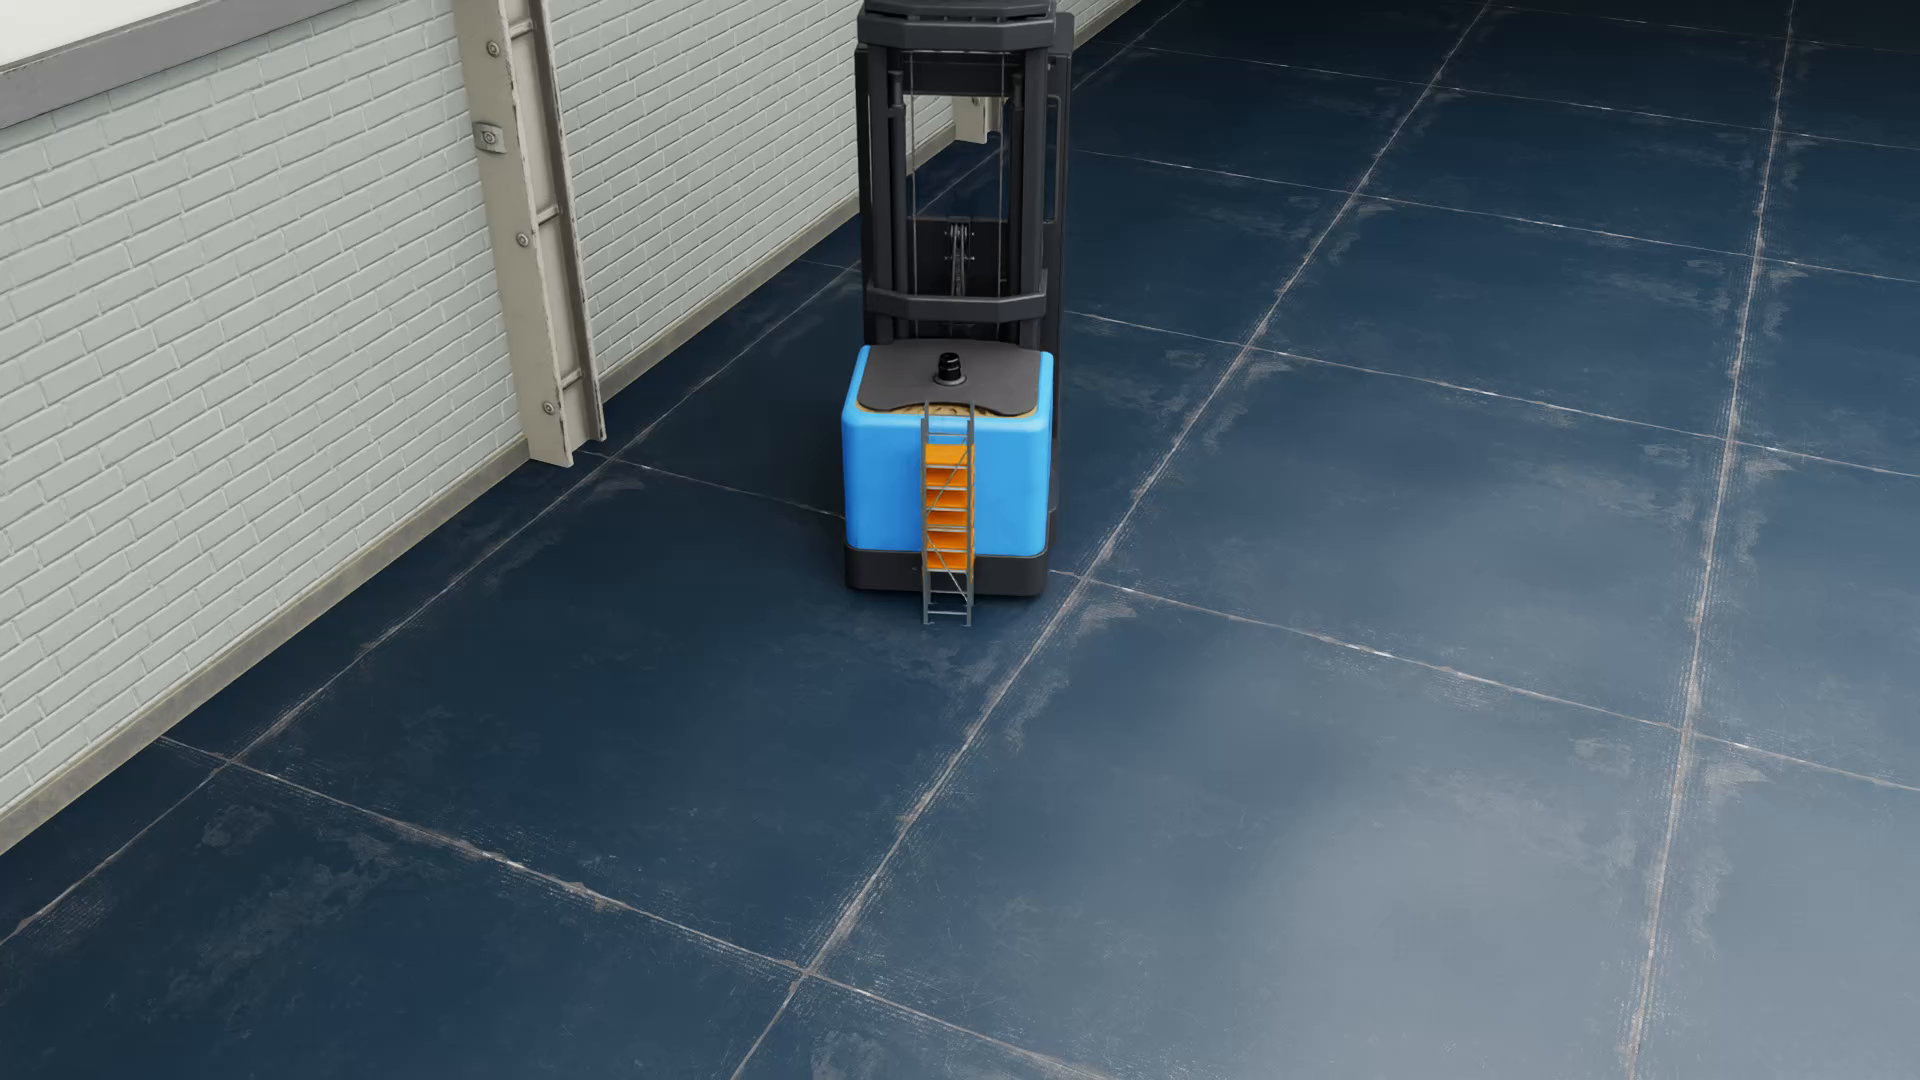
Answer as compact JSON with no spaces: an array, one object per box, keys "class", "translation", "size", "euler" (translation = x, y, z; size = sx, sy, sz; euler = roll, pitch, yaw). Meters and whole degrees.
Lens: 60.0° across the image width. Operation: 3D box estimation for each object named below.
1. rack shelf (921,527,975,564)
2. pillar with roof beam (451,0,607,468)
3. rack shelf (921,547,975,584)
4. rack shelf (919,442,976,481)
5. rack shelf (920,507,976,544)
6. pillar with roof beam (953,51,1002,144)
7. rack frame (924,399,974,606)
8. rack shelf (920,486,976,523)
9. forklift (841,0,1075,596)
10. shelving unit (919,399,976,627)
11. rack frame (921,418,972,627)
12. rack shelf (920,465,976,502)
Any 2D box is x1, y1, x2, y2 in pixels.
[{"class":"rack shelf","translation":[-0.058,0.022,8.290],"size":[0.258,0.103,0.180],"euler":[2,33,4]},{"class":"pillar with roof beam","translation":[1.553,-3.333,5.995],"size":[9.100,9.000,0.400],"euler":[14,36,20]},{"class":"rack shelf","translation":[-0.058,0.123,8.356],"size":[0.258,0.103,0.180],"euler":[2,33,4]},{"class":"rack shelf","translation":[-0.058,-0.379,8.027],"size":[0.258,0.103,0.180],"euler":[2,33,4]},{"class":"rack shelf","translation":[-0.058,-0.078,8.224],"size":[0.258,0.103,0.180],"euler":[2,33,4]},{"class":"pillar with roof beam","translation":[4.064,-6.321,10.552],"size":[9.100,9.000,0.400],"euler":[14,36,20]},{"class":"rack frame","translation":[-0.051,-0.165,8.276],"size":[0.240,1.200,0.006],"euler":[2,33,4]},{"class":"rack shelf","translation":[-0.058,-0.178,8.159],"size":[0.258,0.103,0.180],"euler":[2,33,4]},{"class":"forklift","translation":[0.034,-1.722,9.072],"size":[1.130,2.935,3.031],"euler":[2,33,4]},{"class":"shelving unit","translation":[-0.058,-0.115,8.200],"size":[0.258,1.200,0.189],"euler":[2,33,4]},{"class":"rack frame","translation":[-0.065,-0.065,8.124],"size":[0.240,1.200,0.006],"euler":[2,33,4]},{"class":"rack shelf","translation":[-0.058,-0.279,8.093],"size":[0.258,0.103,0.180],"euler":[2,33,4]}]
